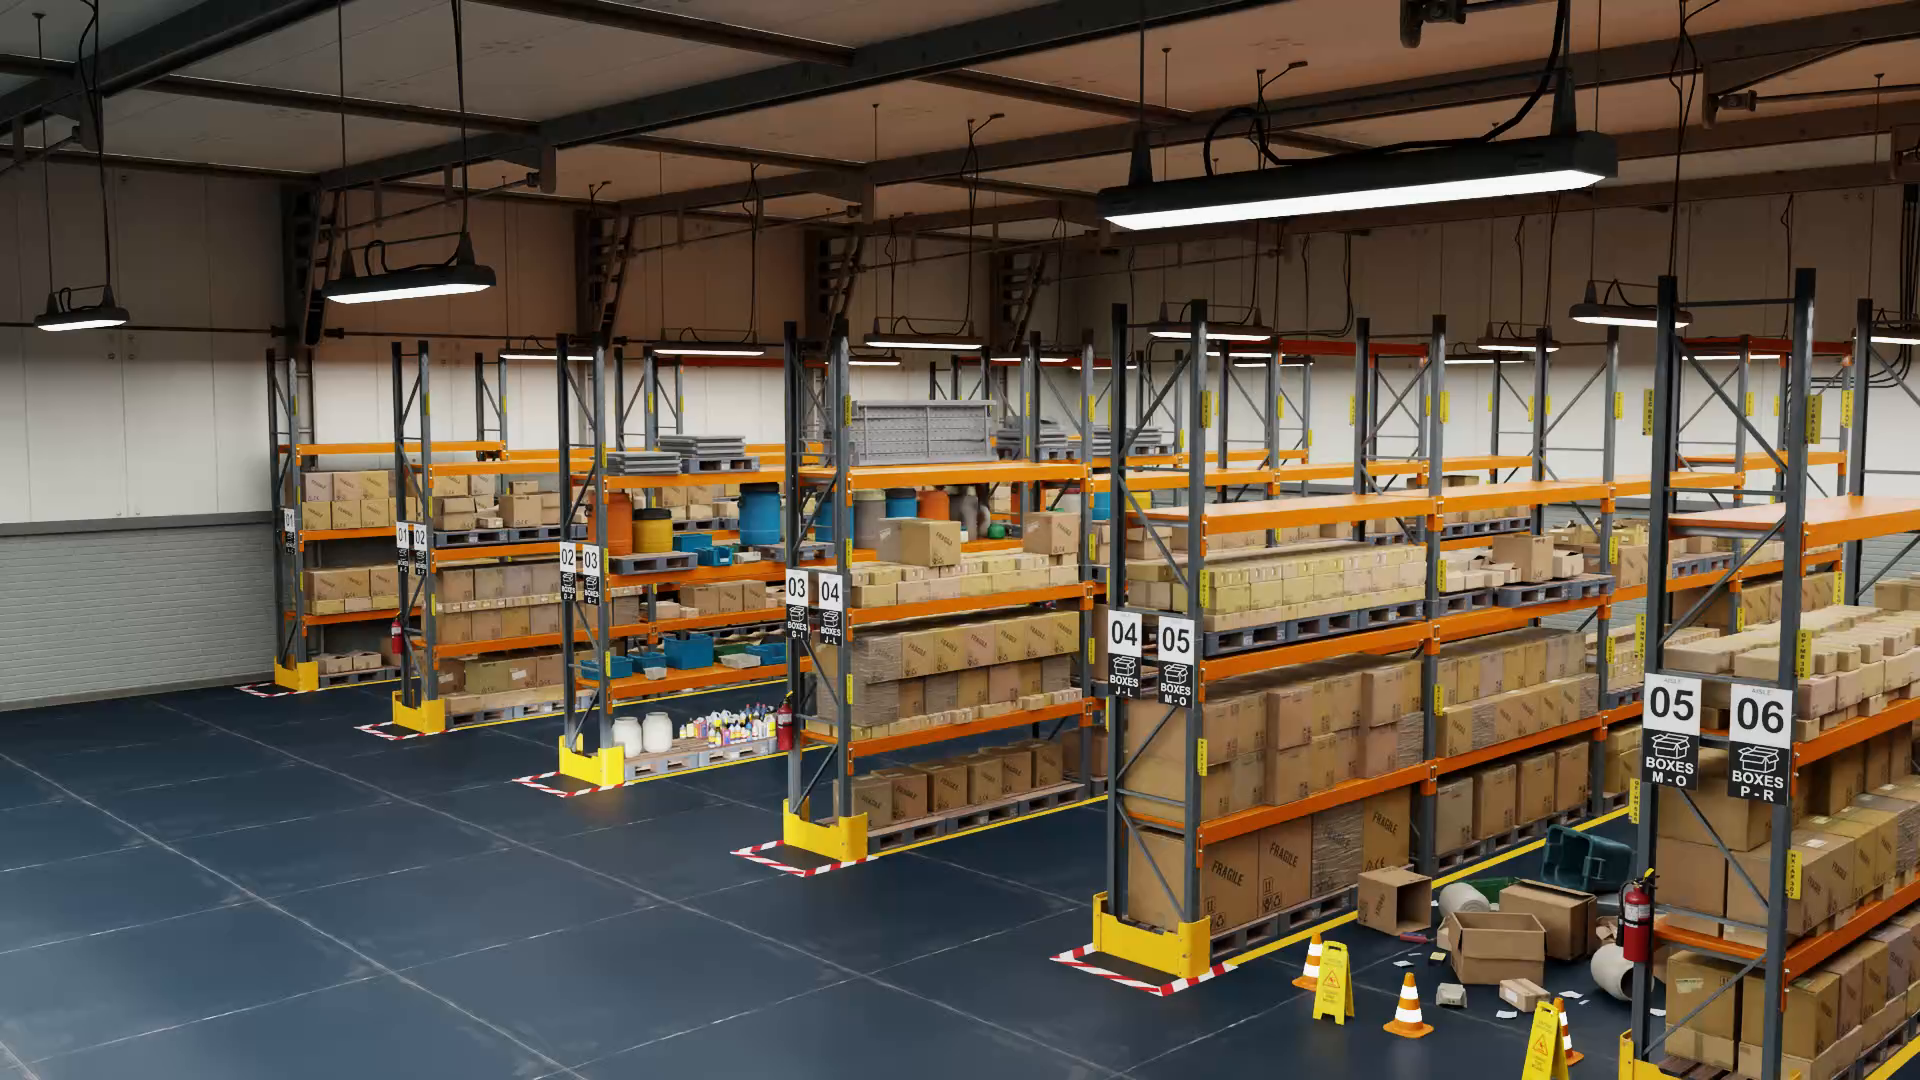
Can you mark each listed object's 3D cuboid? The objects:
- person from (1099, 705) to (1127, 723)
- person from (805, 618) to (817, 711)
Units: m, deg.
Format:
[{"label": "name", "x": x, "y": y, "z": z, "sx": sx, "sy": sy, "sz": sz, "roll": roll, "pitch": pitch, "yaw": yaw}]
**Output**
[{"label": "person", "x": 2.366, "y": 2.082, "z": 26.008, "sx": 0.527, "sy": 1.688, "sz": 0.702, "roll": 4, "pitch": 6, "yaw": 36}, {"label": "person", "x": -2.479, "y": 1.910, "z": 27.534, "sx": 0.705, "sy": 1.755, "sz": 0.997, "roll": 4, "pitch": 6, "yaw": 40}]
